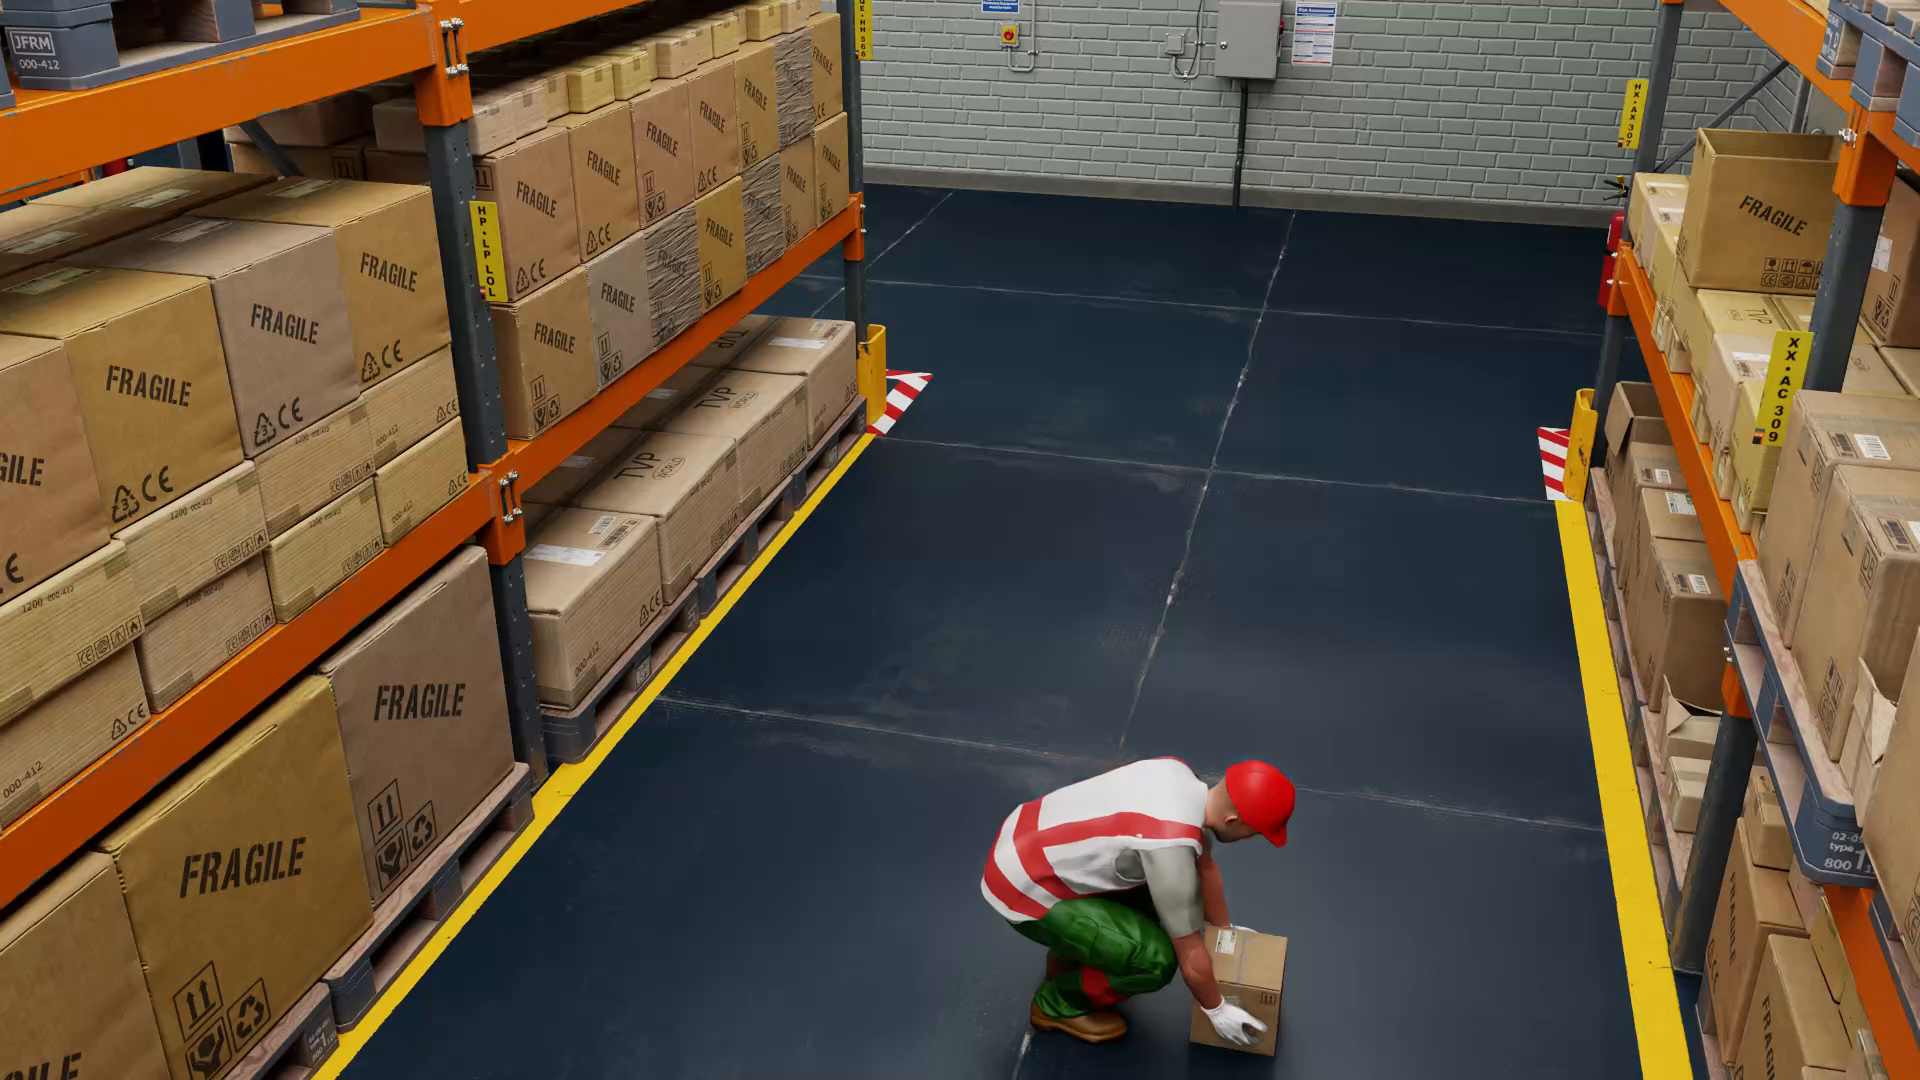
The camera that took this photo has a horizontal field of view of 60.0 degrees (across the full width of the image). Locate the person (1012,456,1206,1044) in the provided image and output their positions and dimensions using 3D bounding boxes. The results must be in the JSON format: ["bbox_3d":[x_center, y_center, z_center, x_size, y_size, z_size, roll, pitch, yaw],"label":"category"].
[{"bbox_3d":[0.437,0.612,4.772,0.559,1.790,0.511,6,26,13],"label":"person"}]
